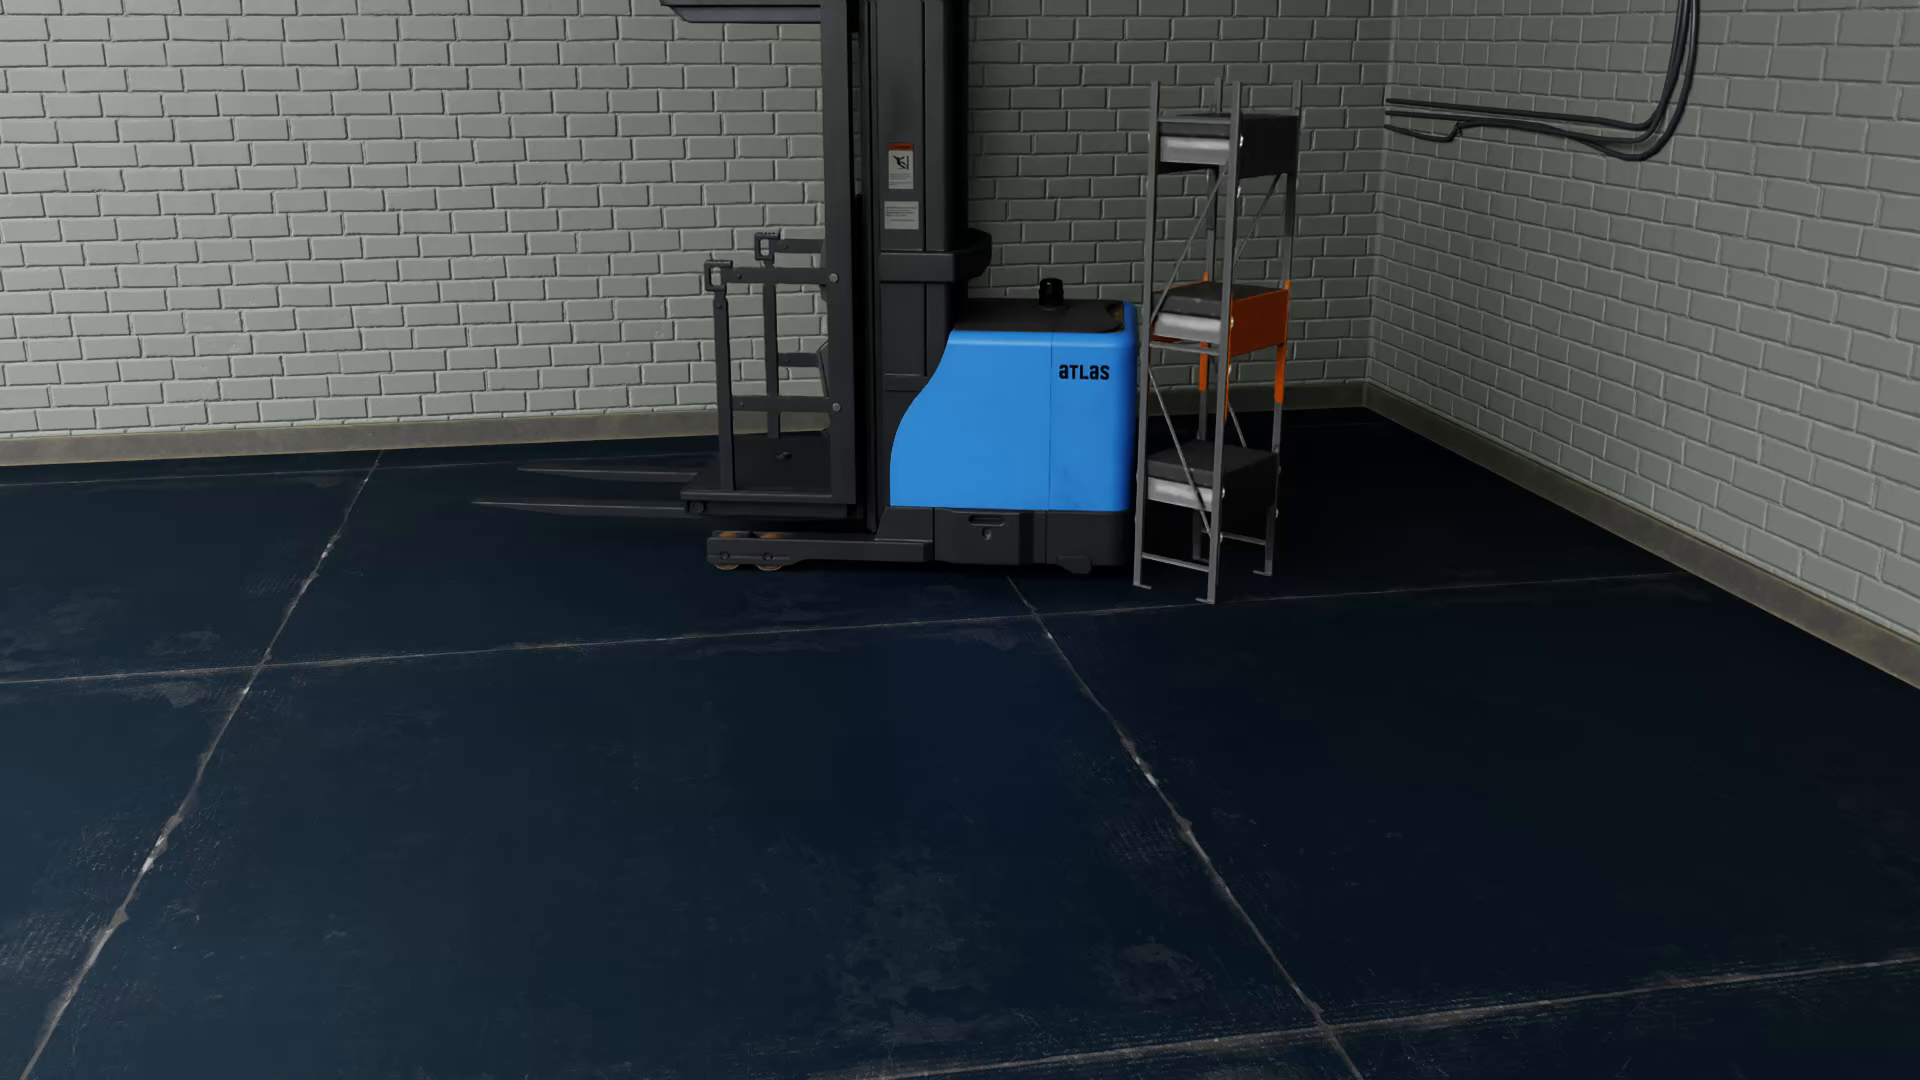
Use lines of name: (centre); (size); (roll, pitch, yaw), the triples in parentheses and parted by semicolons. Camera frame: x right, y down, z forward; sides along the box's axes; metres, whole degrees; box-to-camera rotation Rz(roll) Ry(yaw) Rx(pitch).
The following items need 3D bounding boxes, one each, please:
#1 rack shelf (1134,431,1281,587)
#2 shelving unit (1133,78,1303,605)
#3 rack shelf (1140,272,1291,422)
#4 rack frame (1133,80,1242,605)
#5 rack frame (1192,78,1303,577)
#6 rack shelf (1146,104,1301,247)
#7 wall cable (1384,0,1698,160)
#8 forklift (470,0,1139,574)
rack shelf: (1.061, -0.144, 7.131); (0.431, 0.518, 0.480); (13, 21, 37)
shelving unit: (1.063, -0.827, 6.924); (0.431, 2.100, 0.503); (13, 21, 37)
rack shelf: (1.063, -0.814, 6.928); (0.431, 0.518, 0.480); (13, 21, 37)
rack frame: (0.910, -0.772, 6.742); (0.400, 2.100, 0.015); (13, 21, 37)
rack frame: (1.215, -0.882, 7.106); (0.400, 2.100, 0.015); (13, 21, 37)
rack shelf: (1.065, -1.484, 6.725); (0.431, 0.518, 0.480); (13, 21, 37)
wall cable: (2.821, -3.249, 8.351); (0.112, 2.526, 3.097); (-3, 17, -10)
forklift: (-0.705, -1.413, 7.421); (3.031, 2.935, 1.130); (2, 17, 5)
